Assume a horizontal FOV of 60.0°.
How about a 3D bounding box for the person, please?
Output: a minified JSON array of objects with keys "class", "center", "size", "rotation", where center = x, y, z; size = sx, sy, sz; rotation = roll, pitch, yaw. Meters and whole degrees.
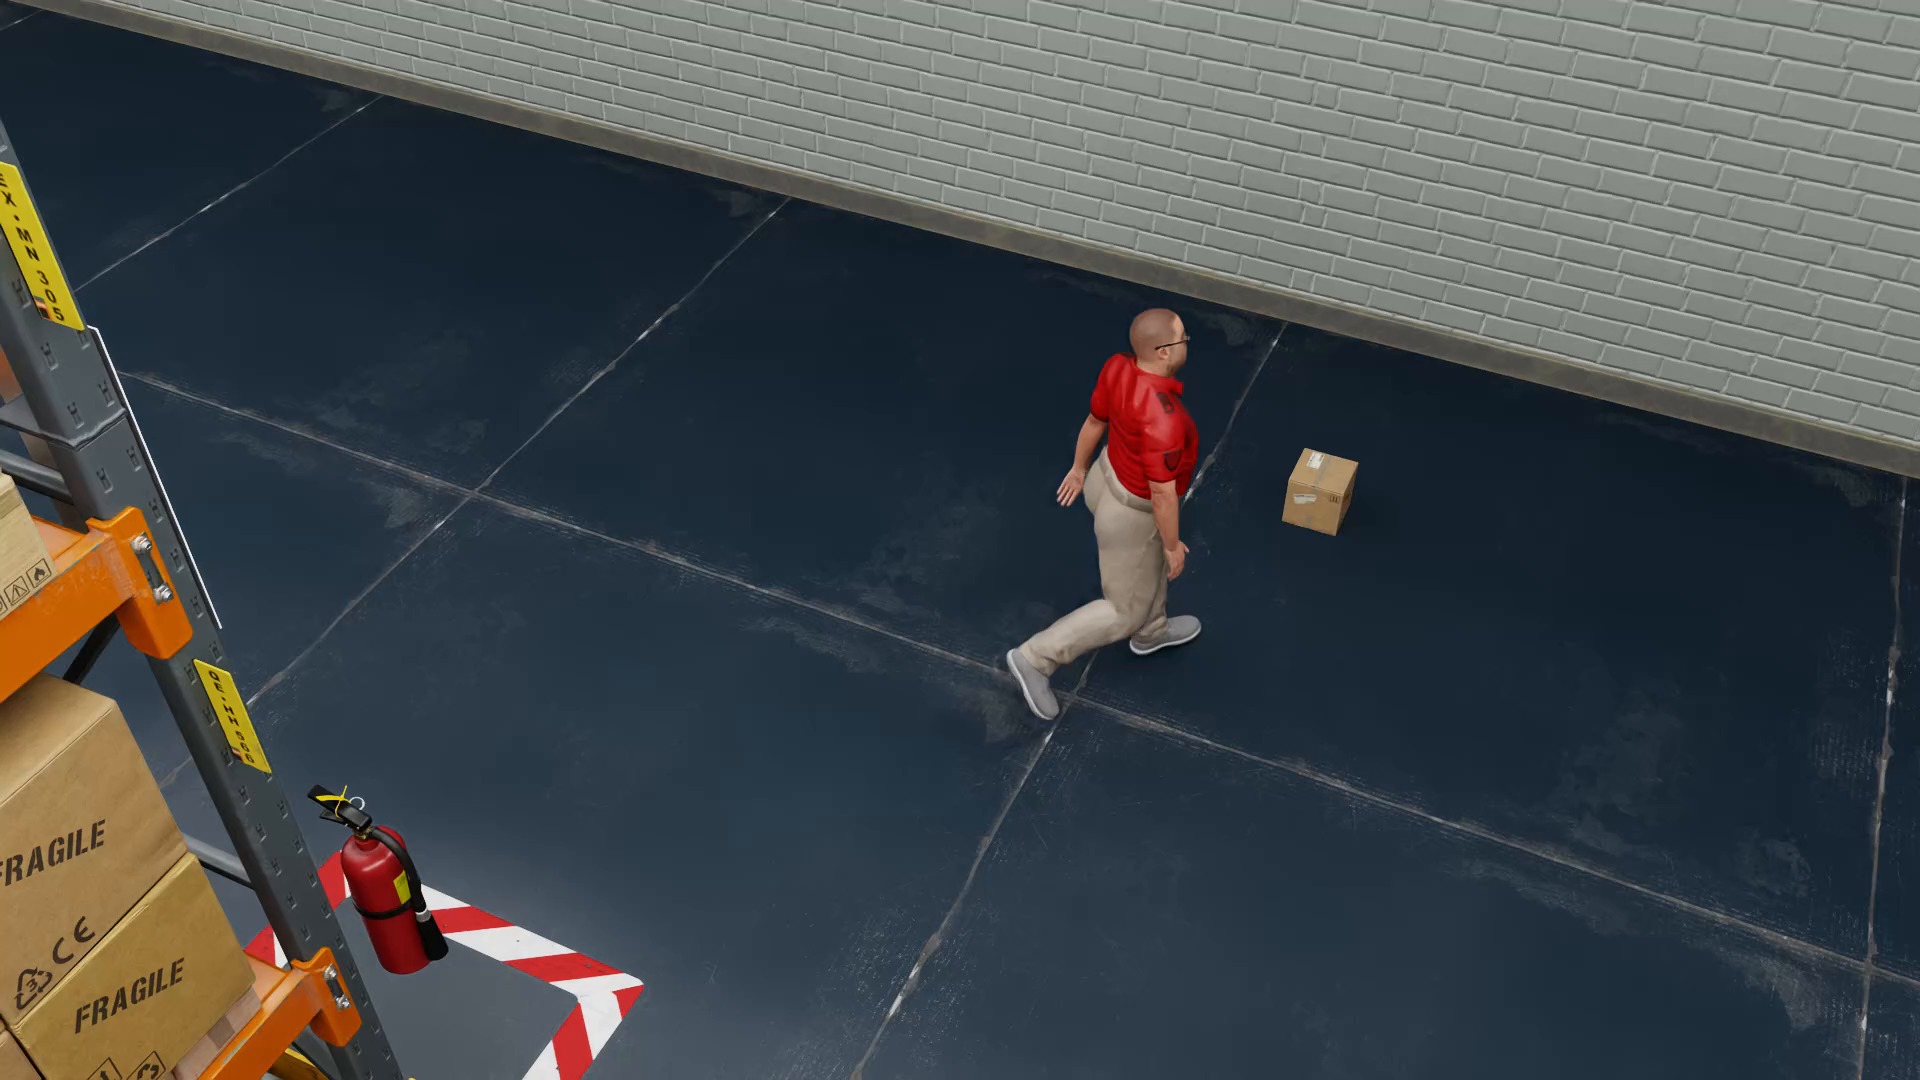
[{"class":"person","center":[0.681,-0.158,6.334],"size":[0.750,1.697,0.587],"rotation":[-9,43,-10]}]
